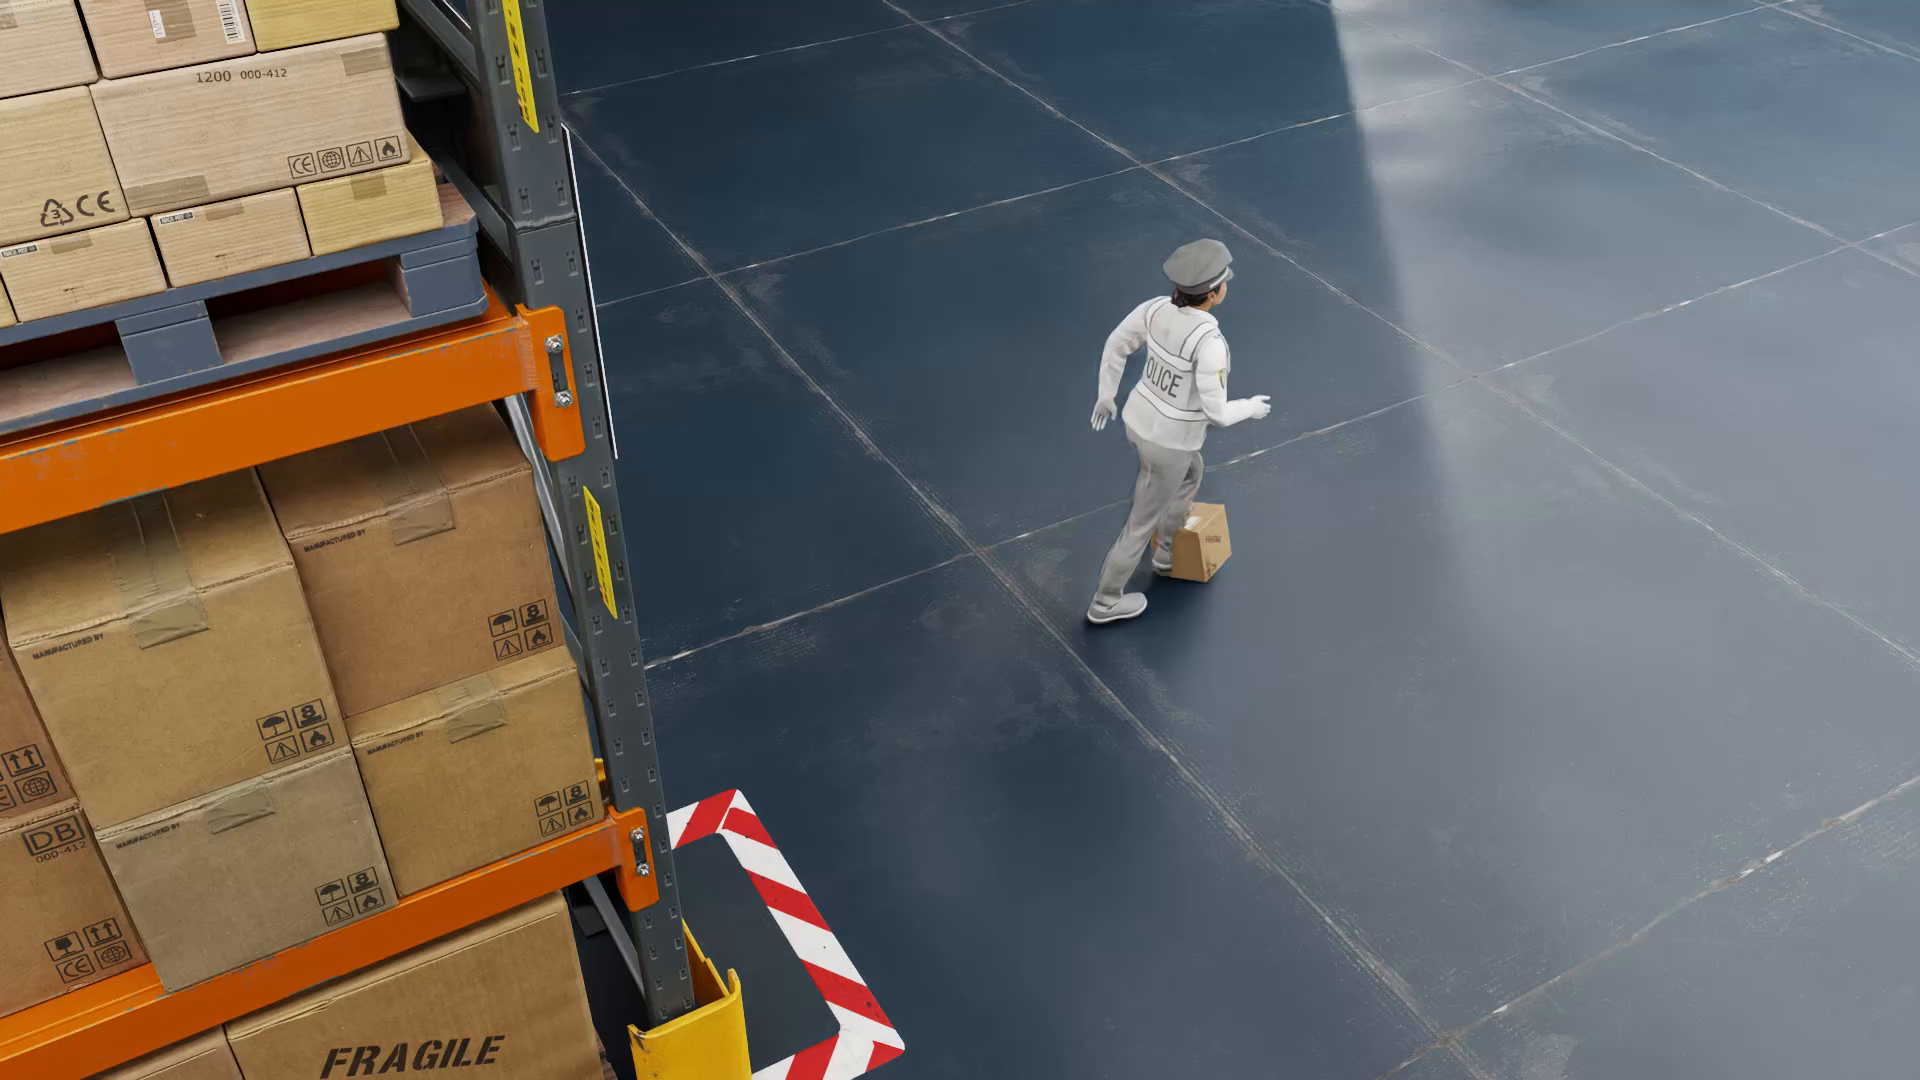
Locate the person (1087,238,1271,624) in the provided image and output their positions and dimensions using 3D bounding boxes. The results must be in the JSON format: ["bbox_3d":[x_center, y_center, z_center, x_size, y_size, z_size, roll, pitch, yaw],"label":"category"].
[{"bbox_3d":[0.850,-0.441,6.747,0.753,1.634,0.639,-16,40,-20],"label":"person"}]
